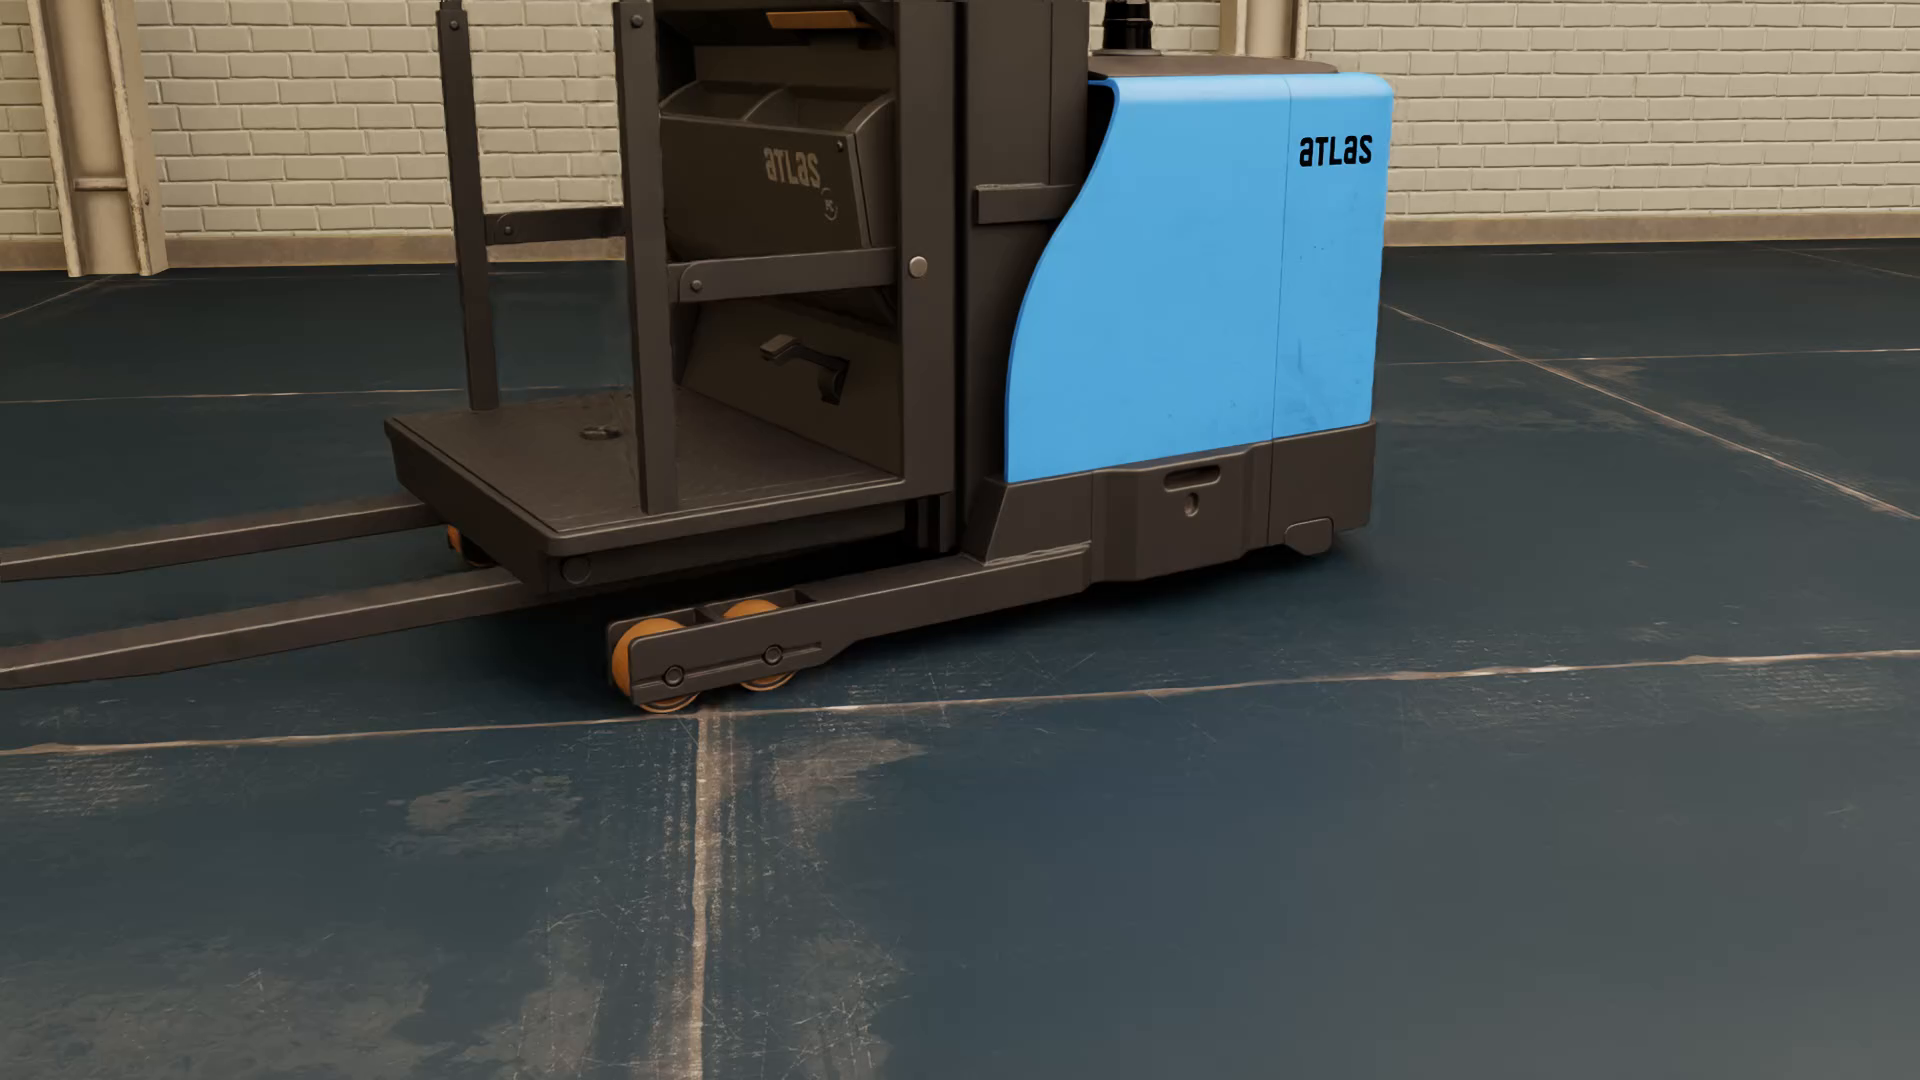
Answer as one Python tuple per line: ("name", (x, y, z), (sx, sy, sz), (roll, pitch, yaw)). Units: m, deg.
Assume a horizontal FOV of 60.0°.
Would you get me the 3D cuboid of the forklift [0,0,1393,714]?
("forklift", (-0.563, -1.269, 3.098), (3.031, 2.935, 1.130), (-10, 20, -31))
